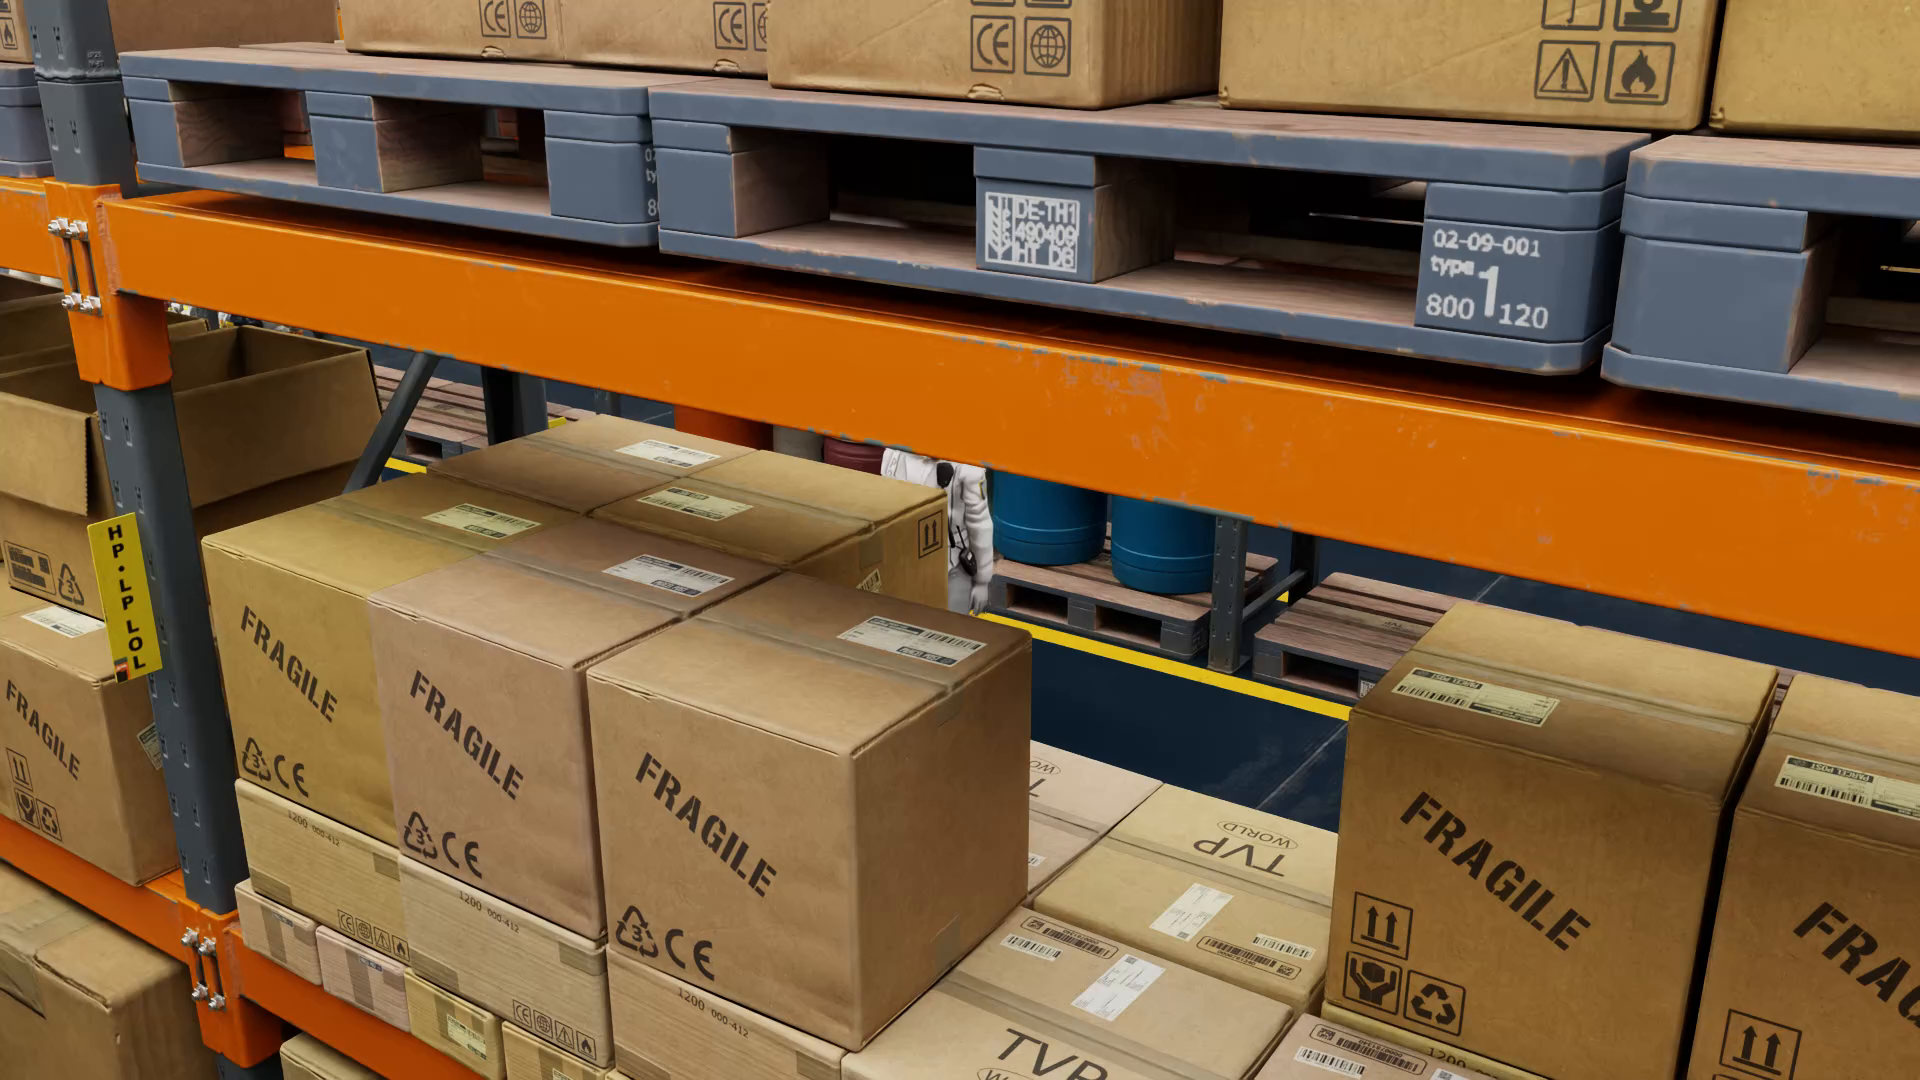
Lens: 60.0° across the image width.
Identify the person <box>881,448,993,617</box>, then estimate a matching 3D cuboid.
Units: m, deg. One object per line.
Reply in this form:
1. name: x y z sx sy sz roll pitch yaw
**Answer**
1. person: -0.102 0.116 6.726 0.501 1.665 0.762 10 22 25
